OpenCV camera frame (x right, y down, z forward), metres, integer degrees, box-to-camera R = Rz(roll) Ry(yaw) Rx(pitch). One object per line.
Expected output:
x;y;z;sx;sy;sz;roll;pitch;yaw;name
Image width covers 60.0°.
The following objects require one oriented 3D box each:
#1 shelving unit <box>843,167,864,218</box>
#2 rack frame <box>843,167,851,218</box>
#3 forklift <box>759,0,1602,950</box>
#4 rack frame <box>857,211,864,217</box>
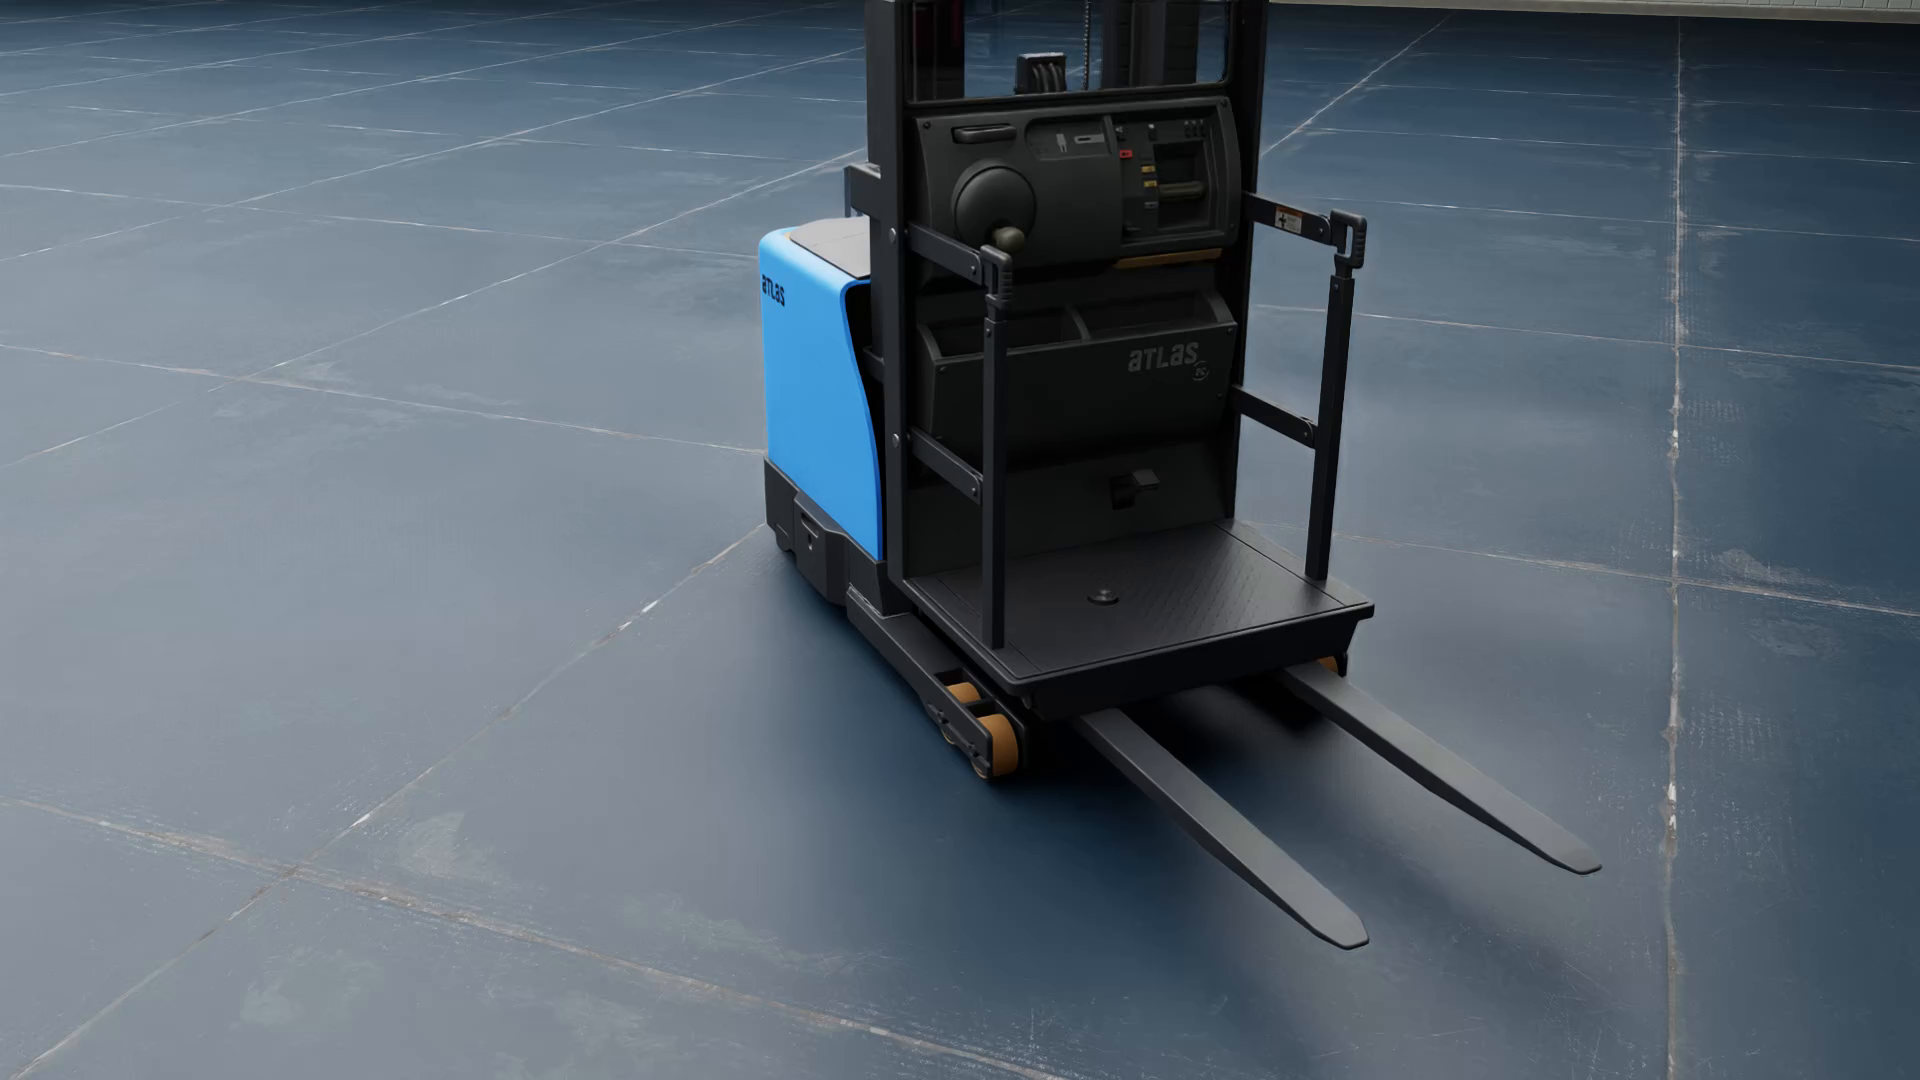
-0.255;-0.704;5.878;0.258;1.200;0.189;-7;24;-16;shelving unit
-0.283;-0.738;5.958;0.240;1.200;0.006;-7;24;-16;rack frame
0.417;-0.929;4.172;1.130;2.935;3.031;-10;25;-23;forklift
-0.227;-0.670;5.797;0.240;1.200;0.006;-7;24;-16;rack frame
